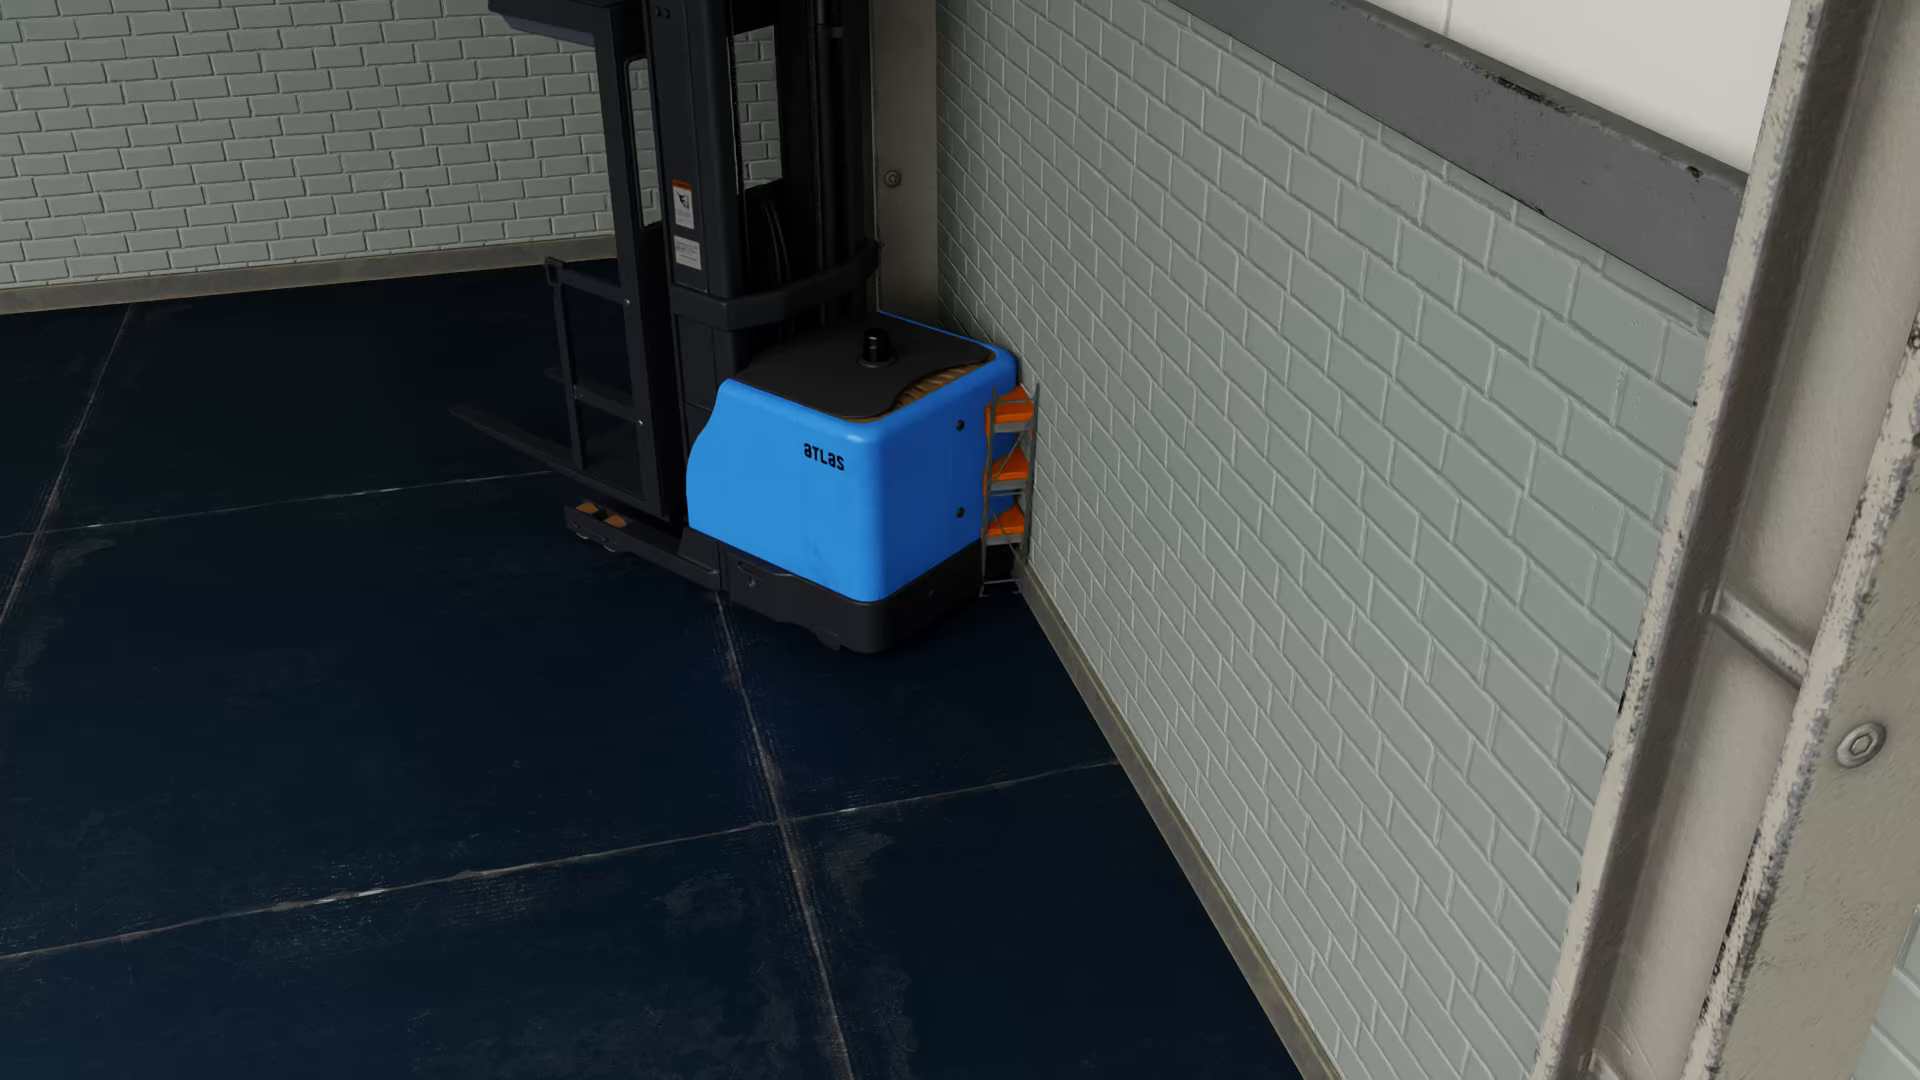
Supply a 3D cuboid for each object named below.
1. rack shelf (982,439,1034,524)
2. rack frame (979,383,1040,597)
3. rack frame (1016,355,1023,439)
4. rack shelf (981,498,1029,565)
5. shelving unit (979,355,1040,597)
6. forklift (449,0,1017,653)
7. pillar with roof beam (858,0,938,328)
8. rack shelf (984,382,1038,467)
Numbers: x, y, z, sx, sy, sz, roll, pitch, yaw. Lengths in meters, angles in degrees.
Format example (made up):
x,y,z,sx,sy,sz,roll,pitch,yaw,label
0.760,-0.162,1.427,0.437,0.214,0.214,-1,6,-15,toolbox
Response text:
x,y,z,sx,sy,sz,roll,pitch,yaw,label
0.175,-0.252,7.118,0.215,0.259,0.240,-6,36,-13,rack shelf
0.204,-0.193,7.015,0.200,1.050,0.008,-6,36,-13,rack frame
0.146,-0.329,7.209,0.200,1.050,0.008,-6,36,-13,rack frame
0.162,-0.024,7.276,0.215,0.259,0.240,-6,36,-13,rack shelf
0.175,-0.261,7.112,0.215,1.050,0.252,-6,36,-13,shelving unit
-1.212,-1.398,7.240,3.031,2.935,1.130,22,37,33,forklift
-4.453,-3.912,5.526,9.100,9.000,0.400,-8,31,-13,pillar with roof beam
0.187,-0.486,6.957,0.215,0.259,0.240,-6,36,-13,rack shelf
